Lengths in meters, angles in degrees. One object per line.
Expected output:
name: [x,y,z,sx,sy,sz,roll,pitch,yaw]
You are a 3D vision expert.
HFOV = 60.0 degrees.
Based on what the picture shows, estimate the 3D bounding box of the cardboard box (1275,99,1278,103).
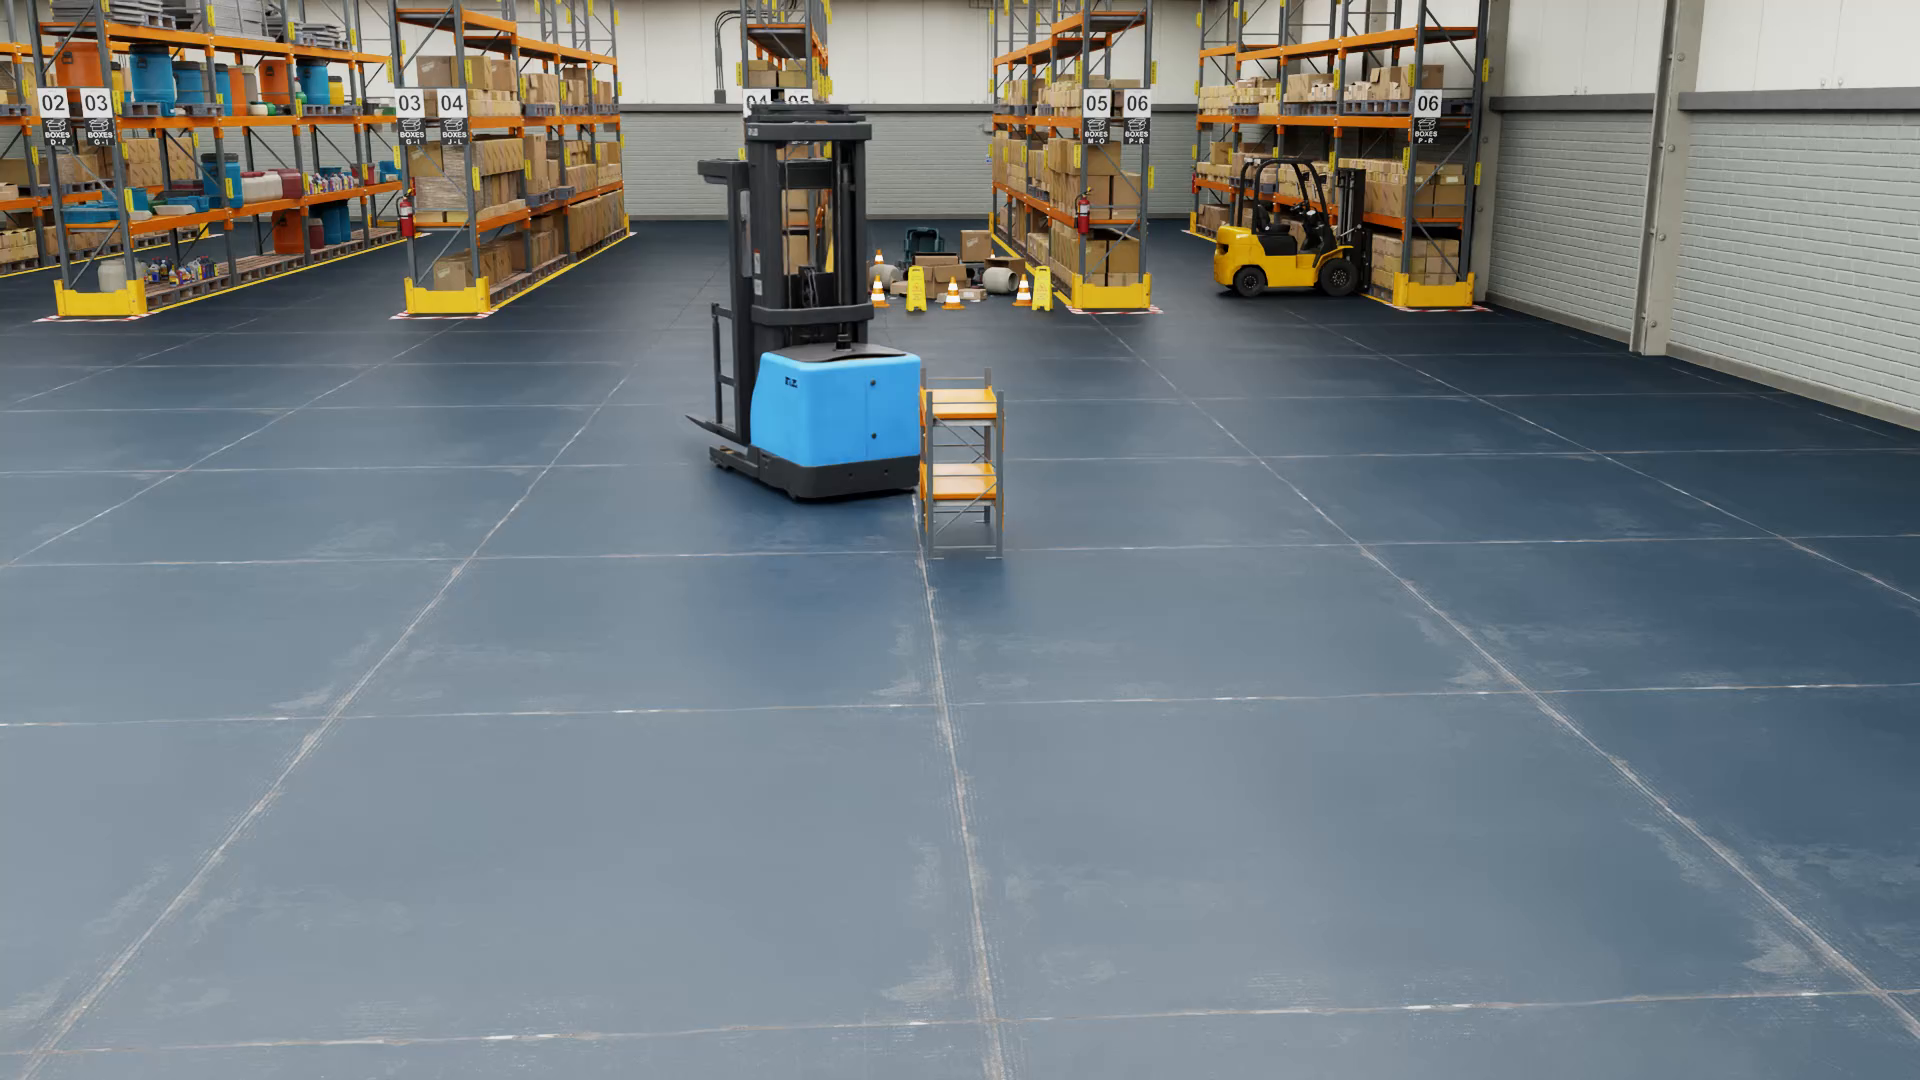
cardboard box: [6.497,-8.775,33.091,0.380,0.149,0.250,-1,14,-5]

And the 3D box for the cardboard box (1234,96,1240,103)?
cardboard box: [6.111,-9.485,35.810,0.380,0.149,0.250,-1,14,-3]

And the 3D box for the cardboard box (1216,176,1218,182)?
cardboard box: [6.158,-8.385,38.599,0.380,0.149,0.250,-1,14,-4]

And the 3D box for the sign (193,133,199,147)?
sign: [-17.917,-9.377,38.992,0.100,0.325,0.005,-1,14,-3]

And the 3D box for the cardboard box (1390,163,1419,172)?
cardboard box: [6.988,-5.844,26.119,0.380,0.149,0.250,-1,14,-3]

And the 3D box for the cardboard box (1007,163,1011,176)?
cardboard box: [1.300,-8.025,35.995,0.500,0.250,0.500,-1,14,-5]

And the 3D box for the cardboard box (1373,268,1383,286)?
cardboard box: [6.886,-4.170,26.390,0.500,0.250,0.500,-1,14,-3]

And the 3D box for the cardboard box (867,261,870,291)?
cardboard box: [-1.764,-4.299,27.226,0.500,0.500,0.500,2,15,6]

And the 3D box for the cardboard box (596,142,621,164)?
cardboard box: [-8.292,-9.129,39.186,0.500,0.500,0.500,-1,14,-3]

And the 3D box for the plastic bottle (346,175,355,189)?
plastic bottle: [-12.933,-7.587,35.243,0.152,0.276,0.135,-1,14,-3]

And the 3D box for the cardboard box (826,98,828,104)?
cardboard box: [-3.214,-9.863,37.118,0.500,0.250,0.500,-1,14,-2]

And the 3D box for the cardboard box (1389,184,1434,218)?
cardboard box: [6.959,-5.229,25.631,0.500,0.500,0.500,-1,14,-5]

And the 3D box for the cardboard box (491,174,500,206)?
cardboard box: [-7.758,-5.534,26.217,0.875,0.500,0.500,-1,14,-3]

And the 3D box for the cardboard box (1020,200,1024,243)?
cardboard box: [1.736,-6.766,35.226,0.875,0.875,0.875,0,14,-2]

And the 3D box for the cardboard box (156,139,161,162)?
cardboard box: [-18.070,-8.703,37.126,0.500,0.500,0.500,0,14,-2]

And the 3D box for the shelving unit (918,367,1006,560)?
shelving unit: [0.000,-0.546,11.393,0.538,1.125,1.048,-1,14,-3]

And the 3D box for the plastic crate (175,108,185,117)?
plastic crate: [-12.282,-6.683,25.988,0.243,0.136,0.396,-1,14,-3]

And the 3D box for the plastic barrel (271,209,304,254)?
plastic barrel: [-13.080,-6.019,32.413,0.600,0.830,0.708,-1,14,-3]

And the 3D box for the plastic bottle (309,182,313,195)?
plastic bottle: [-12.712,-6.884,32.496,0.061,0.283,0.133,-1,14,-3]

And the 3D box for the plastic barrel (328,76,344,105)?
plastic barrel: [-13.021,-9.263,34.270,0.600,0.588,0.600,0,14,0]

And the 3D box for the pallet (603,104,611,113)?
pallet: [-8.450,-9.733,37.492,1.003,0.211,1.213,-1,14,-3]

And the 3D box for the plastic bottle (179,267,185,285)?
plastic bottle: [-12.359,-4.188,26.378,0.097,0.271,0.097,0,14,0]

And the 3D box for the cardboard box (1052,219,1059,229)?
cardboard box: [1.765,-5.346,28.153,0.380,0.149,0.250,-1,14,-3]

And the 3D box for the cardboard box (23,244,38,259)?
cardboard box: [-17.701,-5.414,31.226,0.500,0.250,0.500,-1,14,-2]

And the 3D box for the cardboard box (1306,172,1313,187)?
cardboard box: [6.653,-6.600,30.457,0.500,0.250,0.500,-1,14,-2]

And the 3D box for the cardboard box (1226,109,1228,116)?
cardboard box: [6.171,-9.591,37.267,0.380,0.149,0.250,0,14,-2]

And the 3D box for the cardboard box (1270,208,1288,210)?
cardboard box: [6.906,-7.078,35.888,0.380,0.149,0.250,-2,15,-6]

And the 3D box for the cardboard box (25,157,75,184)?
cardboard box: [-17.994,-7.307,32.862,0.700,0.500,0.500,2,15,7]

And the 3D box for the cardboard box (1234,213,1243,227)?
cardboard box: [6.313,-6.916,36.561,0.500,0.500,0.500,0,14,-1]

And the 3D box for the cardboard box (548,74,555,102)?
cardboard box: [-7.767,-8.323,30.630,0.500,0.500,0.500,-1,14,-4]

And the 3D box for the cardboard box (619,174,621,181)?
cardboard box: [-8.216,-8.542,39.209,0.380,0.149,0.250,-1,14,-3]

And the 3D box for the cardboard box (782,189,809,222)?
cardboard box: [-2.705,-5.048,24.824,0.875,0.550,0.550,-1,14,-3]

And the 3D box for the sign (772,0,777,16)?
sign: [-3.923,-11.260,35.198,0.100,0.325,0.005,-1,14,-3]

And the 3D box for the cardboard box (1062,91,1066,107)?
cardboard box: [1.896,-7.012,26.444,0.500,0.250,0.500,-1,14,-3]

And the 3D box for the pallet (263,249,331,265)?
pallet: [-13.123,-5.590,32.830,1.003,0.211,1.213,-1,14,-3]

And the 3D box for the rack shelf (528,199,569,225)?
rack shelf: [-7.965,-5.976,30.176,1.077,0.370,4.000,-1,14,-3]

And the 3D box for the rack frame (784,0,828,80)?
rack frame: [-3.628,-11.768,39.205,1.000,3.000,0.127,-1,14,-3]

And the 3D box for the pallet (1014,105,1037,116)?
pallet: [1.637,-8.773,33.964,1.003,0.211,1.213,0,14,-1]

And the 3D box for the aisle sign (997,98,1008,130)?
aisle sign: [1.012,-10.237,40.076,0.394,0.787,0.004,-1,14,-3]

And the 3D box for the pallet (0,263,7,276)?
pallet: [-17.892,-4.811,29.802,1.003,0.211,1.213,-1,14,-3]

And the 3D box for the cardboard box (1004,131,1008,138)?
cardboard box: [1.201,-9.207,37.781,0.380,0.149,0.250,-1,14,-5]

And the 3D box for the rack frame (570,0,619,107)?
rack frame: [-8.585,-11.717,39.005,1.000,3.000,0.127,-1,14,-3]

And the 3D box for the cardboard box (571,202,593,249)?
cardboard box: [-8.159,-6.390,33.763,1.225,0.875,0.875,-1,14,-3]

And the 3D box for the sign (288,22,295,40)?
sign: [-12.484,-9.505,31.055,0.100,0.325,0.005,-1,14,-3]

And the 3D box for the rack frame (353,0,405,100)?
rack frame: [-13.528,-11.640,38.708,1.000,3.000,0.127,-1,14,-3]

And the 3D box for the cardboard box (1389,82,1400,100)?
cardboard box: [6.881,-6.967,25.789,0.396,0.266,0.258,-1,14,-3]

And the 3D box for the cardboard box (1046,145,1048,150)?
cardboard box: [1.740,-6.972,29.664,0.380,0.149,0.250,-1,14,-5]

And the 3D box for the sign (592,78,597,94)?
sign: [-7.796,-9.683,35.451,0.100,0.325,0.005,-1,14,-3]

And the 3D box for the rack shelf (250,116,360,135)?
rack shelf: [-13.156,-8.347,33.372,1.077,0.370,4.000,-1,14,-3]

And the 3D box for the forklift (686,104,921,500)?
forklift: [-1.443,-2.046,13.594,1.130,2.935,3.031,-8,16,-28]
